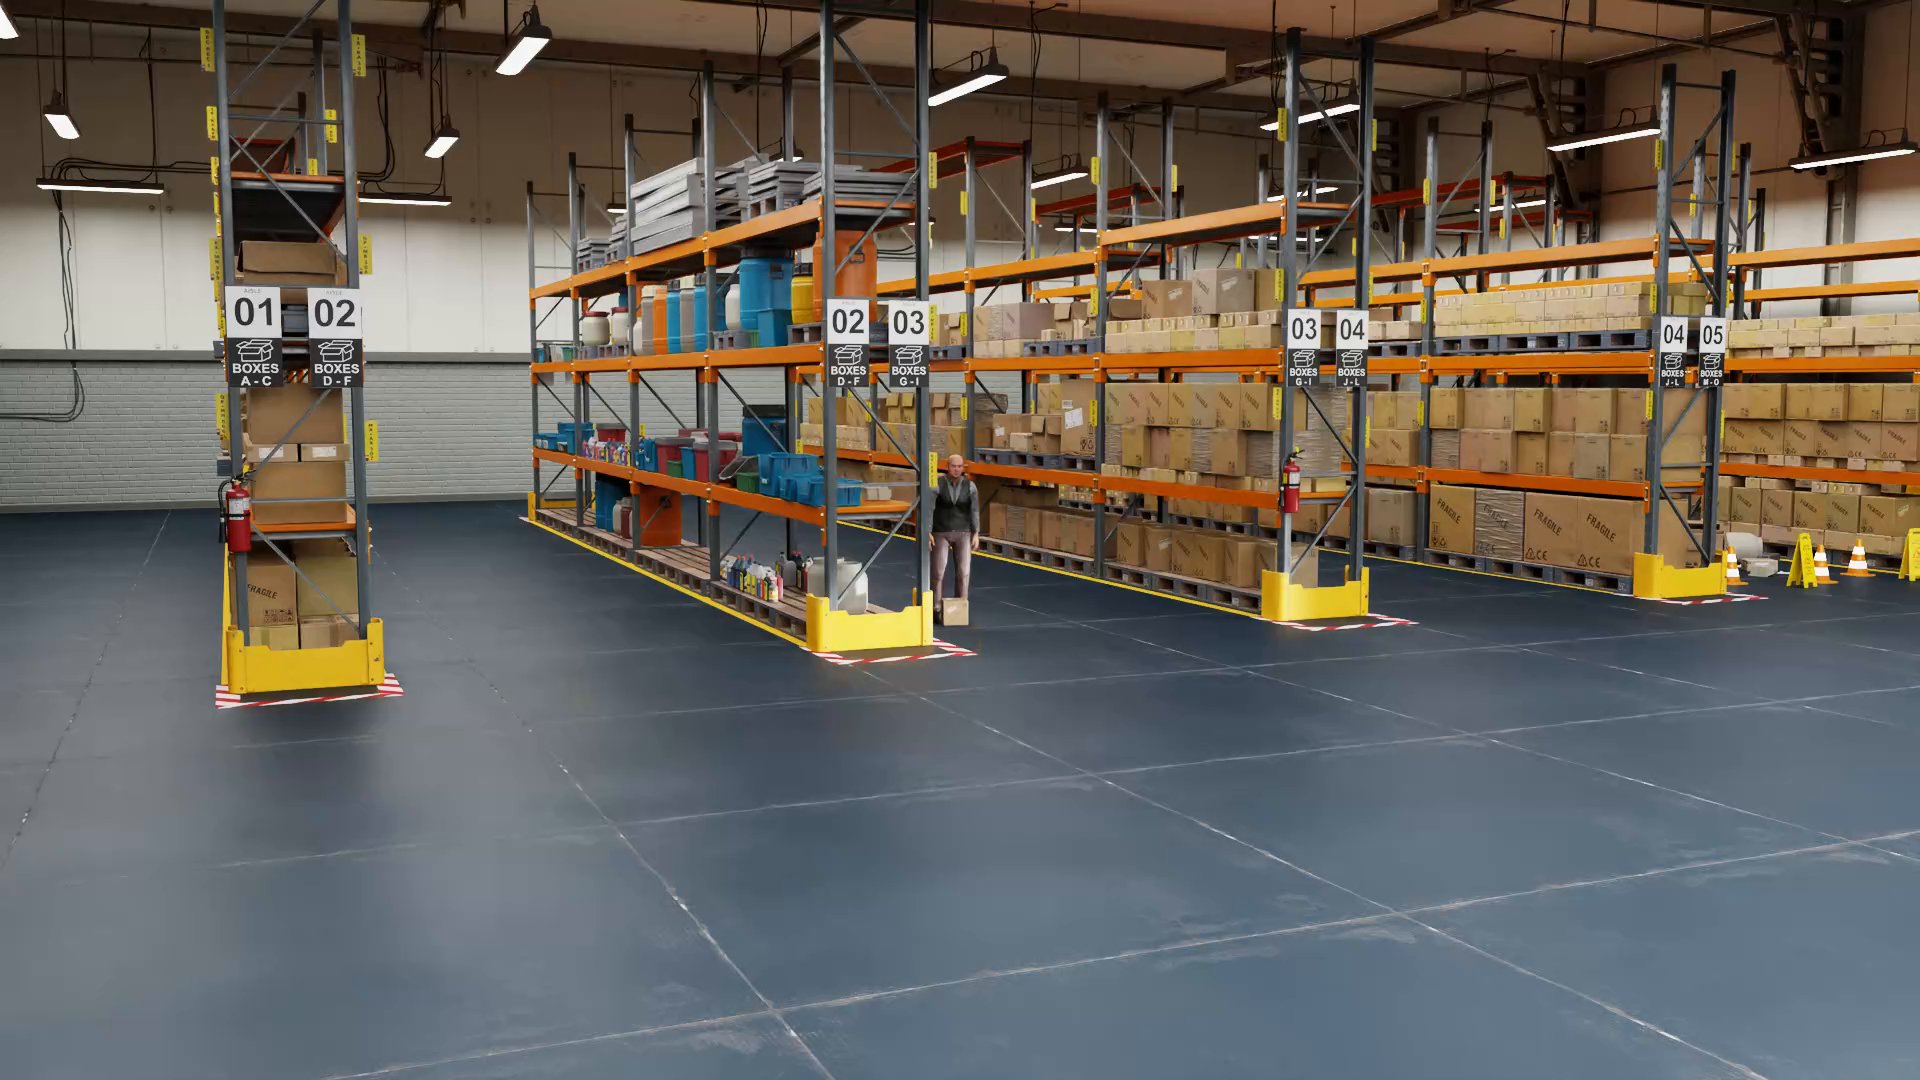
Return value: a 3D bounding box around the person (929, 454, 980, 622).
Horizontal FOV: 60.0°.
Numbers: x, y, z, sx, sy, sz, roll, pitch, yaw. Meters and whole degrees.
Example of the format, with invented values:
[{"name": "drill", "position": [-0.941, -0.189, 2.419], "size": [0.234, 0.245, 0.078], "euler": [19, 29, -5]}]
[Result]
[{"name": "person", "position": [-0.080, -0.025, 17.153], "size": [0.586, 1.720, 0.475], "euler": [-1, 5, -8]}]
